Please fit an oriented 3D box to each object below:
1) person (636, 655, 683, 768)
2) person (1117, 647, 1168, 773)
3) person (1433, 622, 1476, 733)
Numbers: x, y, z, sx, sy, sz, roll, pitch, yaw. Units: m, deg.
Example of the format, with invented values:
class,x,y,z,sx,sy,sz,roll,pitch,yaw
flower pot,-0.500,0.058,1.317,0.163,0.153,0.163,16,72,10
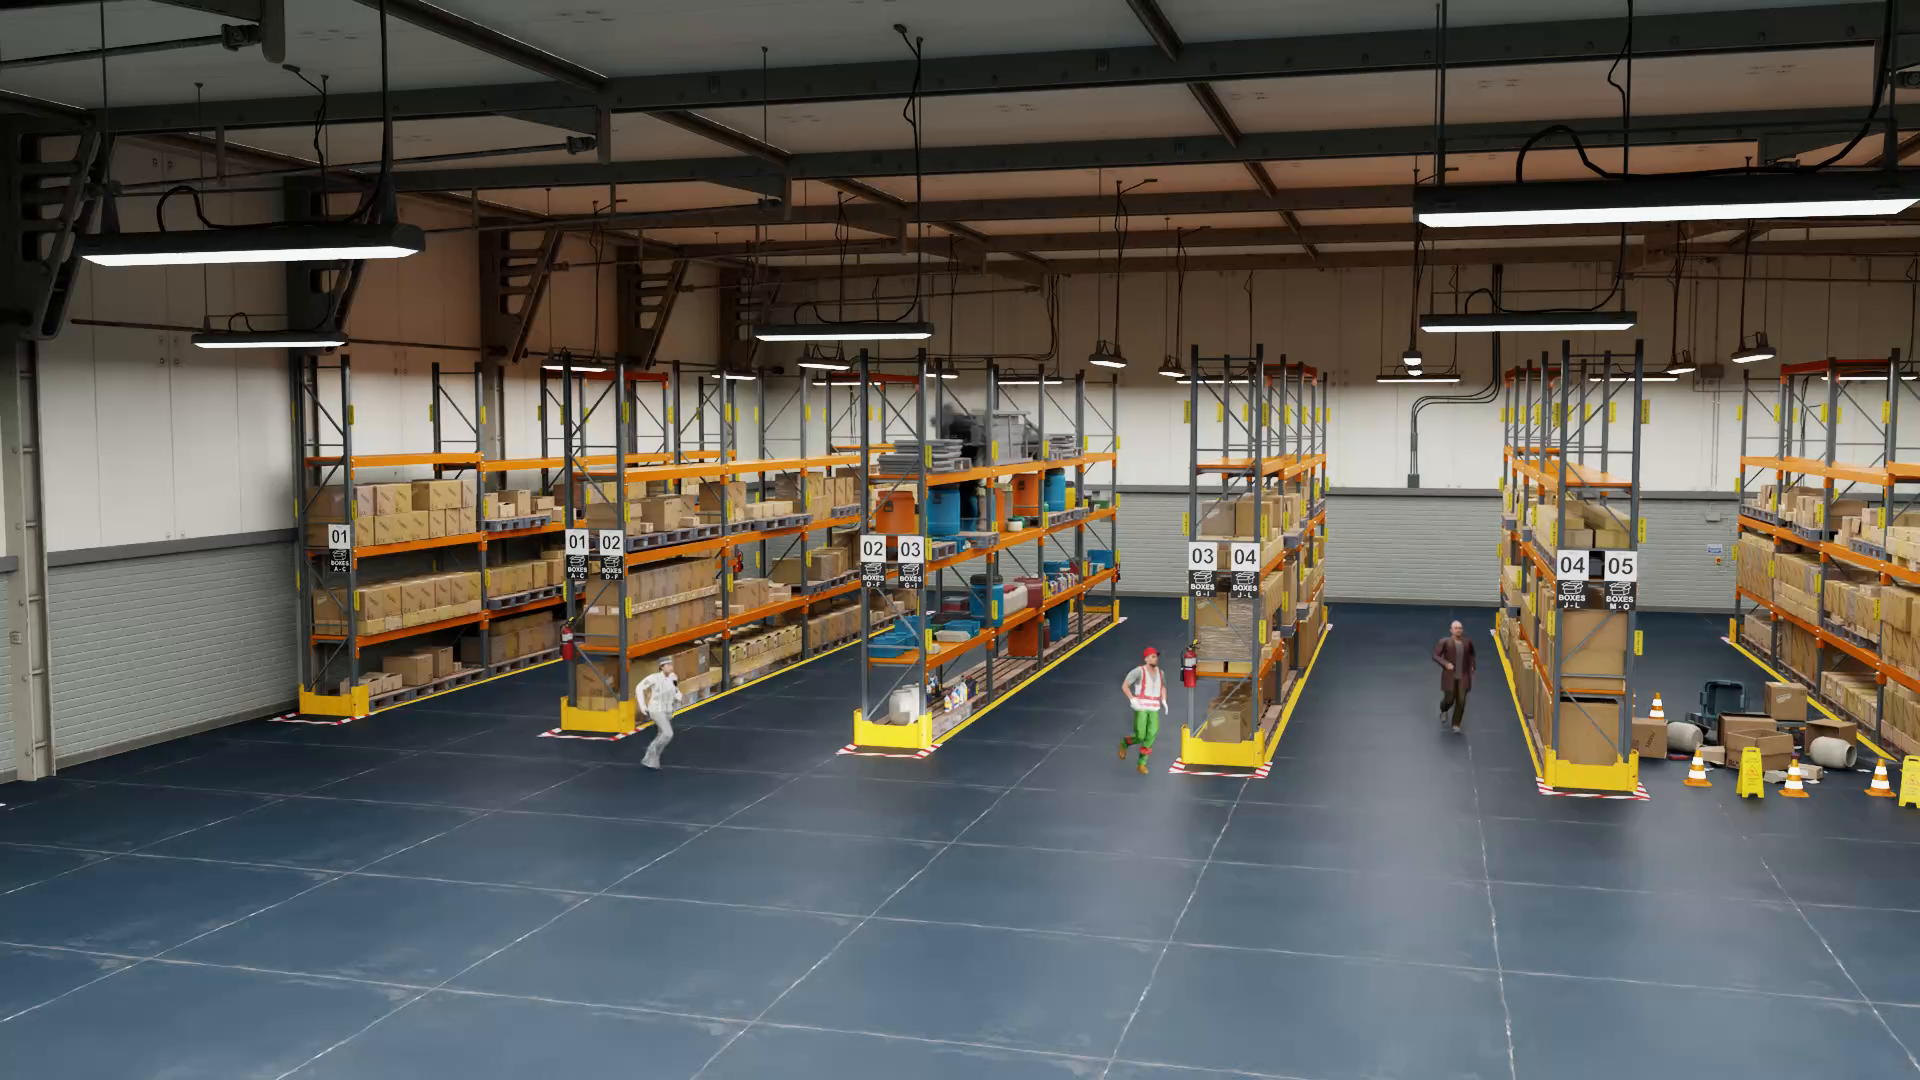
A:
class,x,y,z,sx,sy,sz,roll,pitch,yaw
person,-4.194,2.406,23.363,0.742,1.613,0.569,3,5,33
person,2.650,2.380,23.489,0.712,1.724,0.767,-2,5,-24
person,7.850,2.154,26.371,0.709,1.737,0.757,0,4,1
